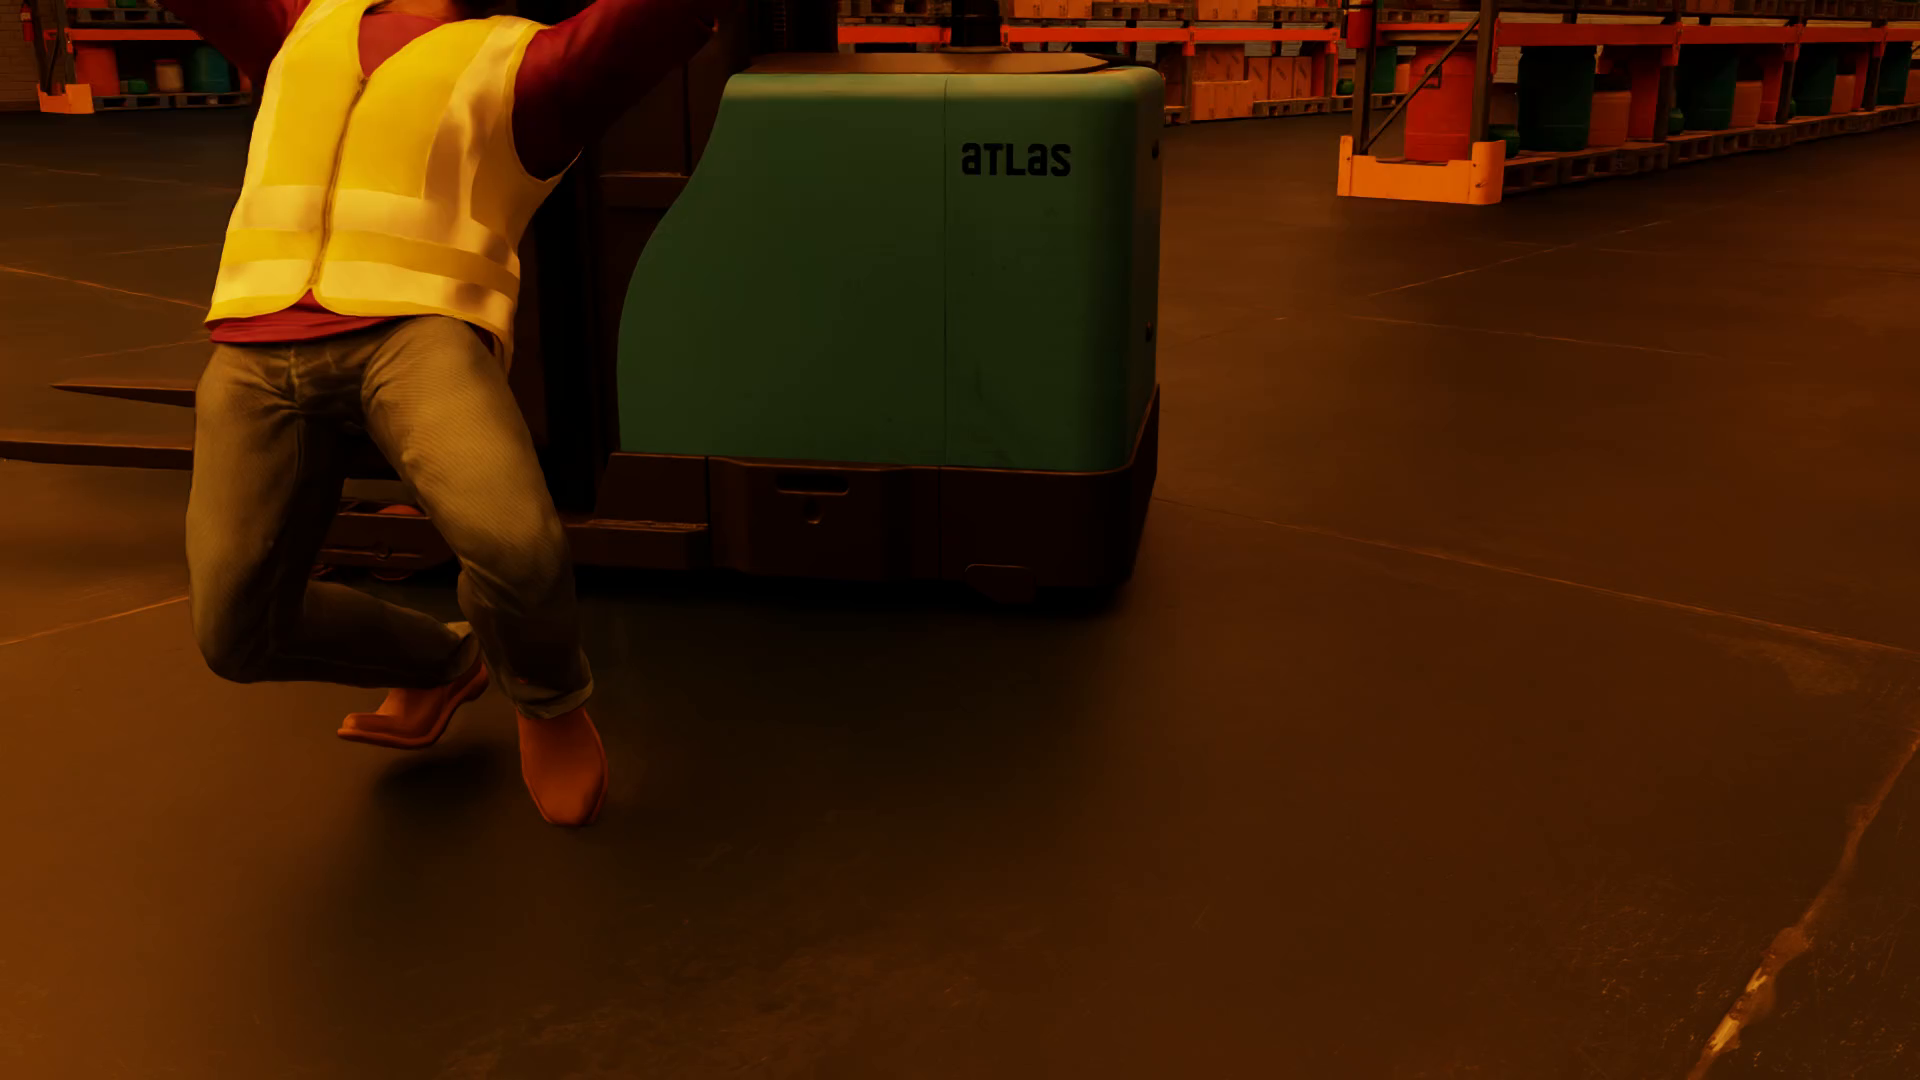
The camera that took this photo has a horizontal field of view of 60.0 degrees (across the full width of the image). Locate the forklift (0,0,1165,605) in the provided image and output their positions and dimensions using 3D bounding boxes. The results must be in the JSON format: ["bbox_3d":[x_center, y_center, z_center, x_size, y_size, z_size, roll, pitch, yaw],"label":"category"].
[{"bbox_3d":[-1.065,-1.458,3.700,3.031,2.935,1.130,3,17,10],"label":"forklift"}]

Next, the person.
[{"bbox_3d":[-0.668,-0.388,2.418,1.084,1.665,0.807,2,17,7],"label":"person"}]
